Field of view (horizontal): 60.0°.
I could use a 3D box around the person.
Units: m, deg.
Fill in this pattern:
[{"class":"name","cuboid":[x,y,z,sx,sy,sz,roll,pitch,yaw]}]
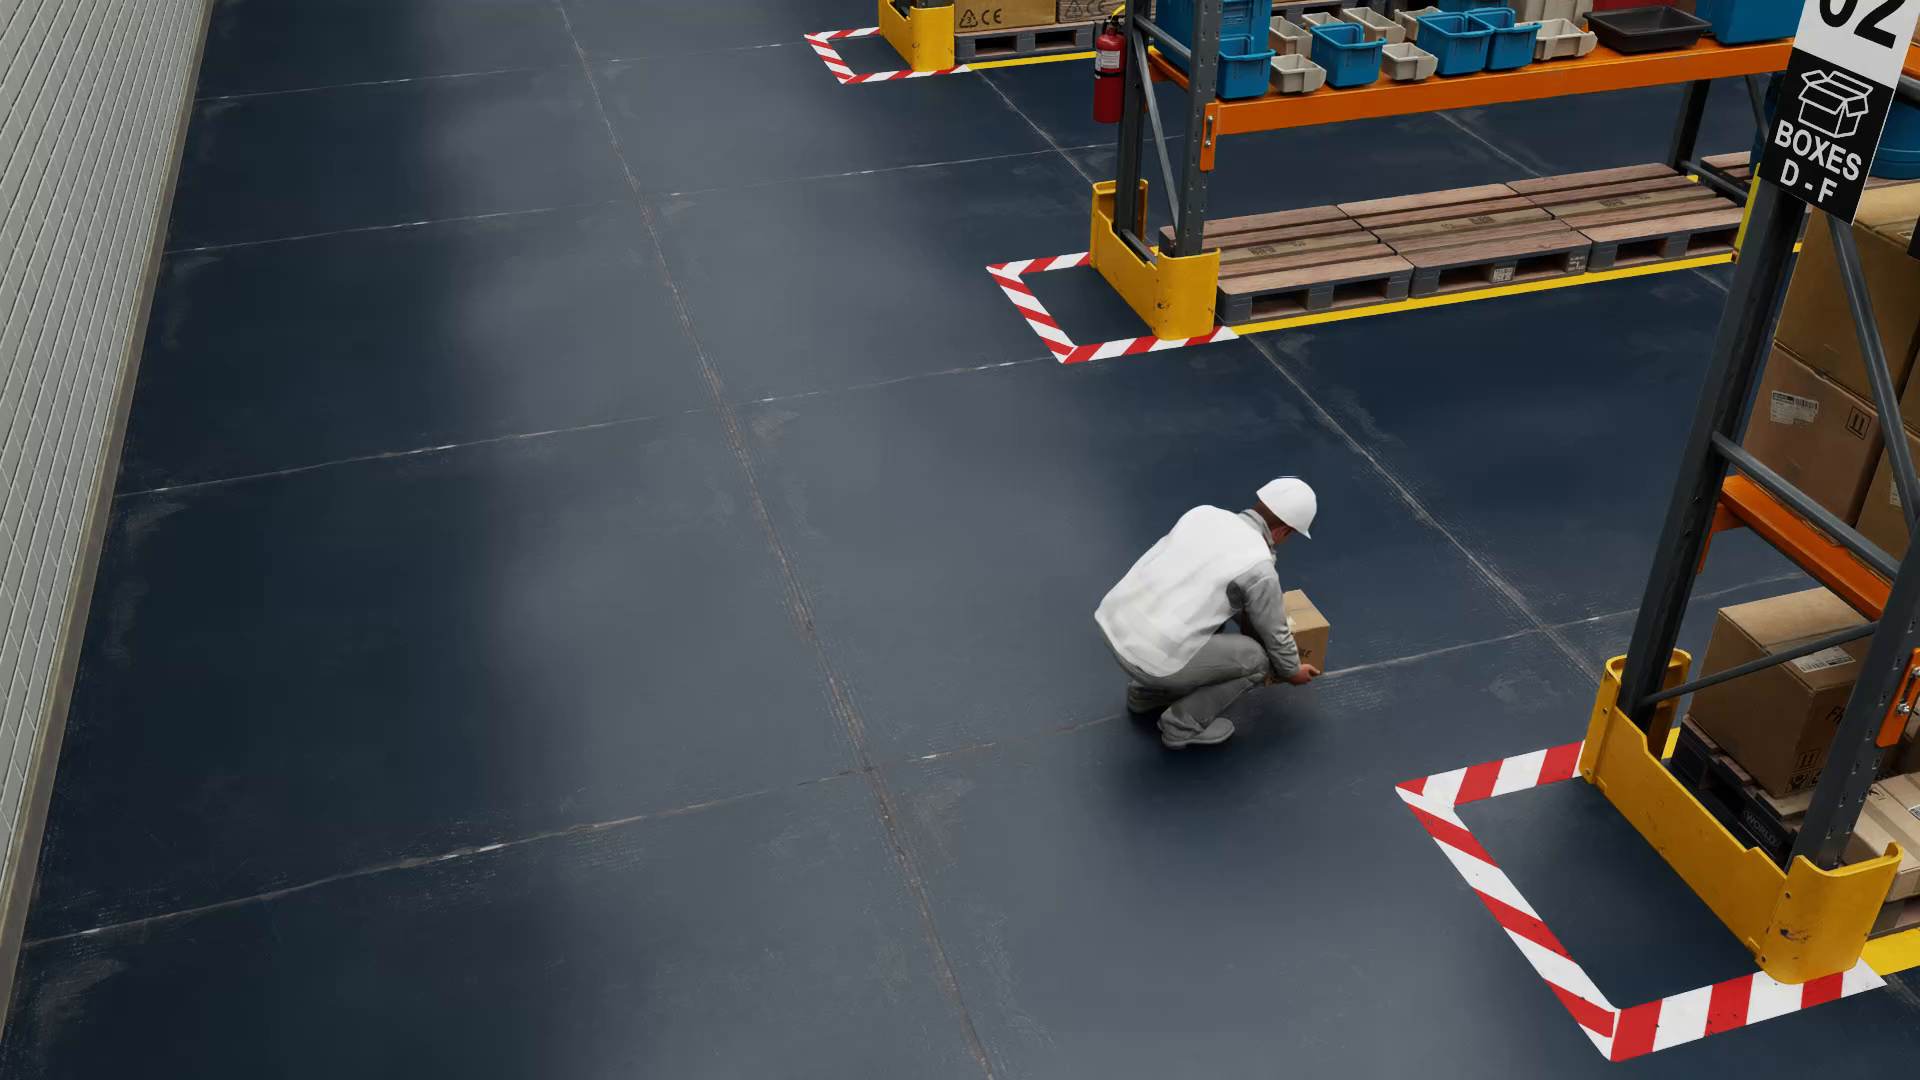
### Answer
[{"class":"person","cuboid":[0.949,0.274,6.398,0.862,1.013,0.532,-10,35,-15]}]
